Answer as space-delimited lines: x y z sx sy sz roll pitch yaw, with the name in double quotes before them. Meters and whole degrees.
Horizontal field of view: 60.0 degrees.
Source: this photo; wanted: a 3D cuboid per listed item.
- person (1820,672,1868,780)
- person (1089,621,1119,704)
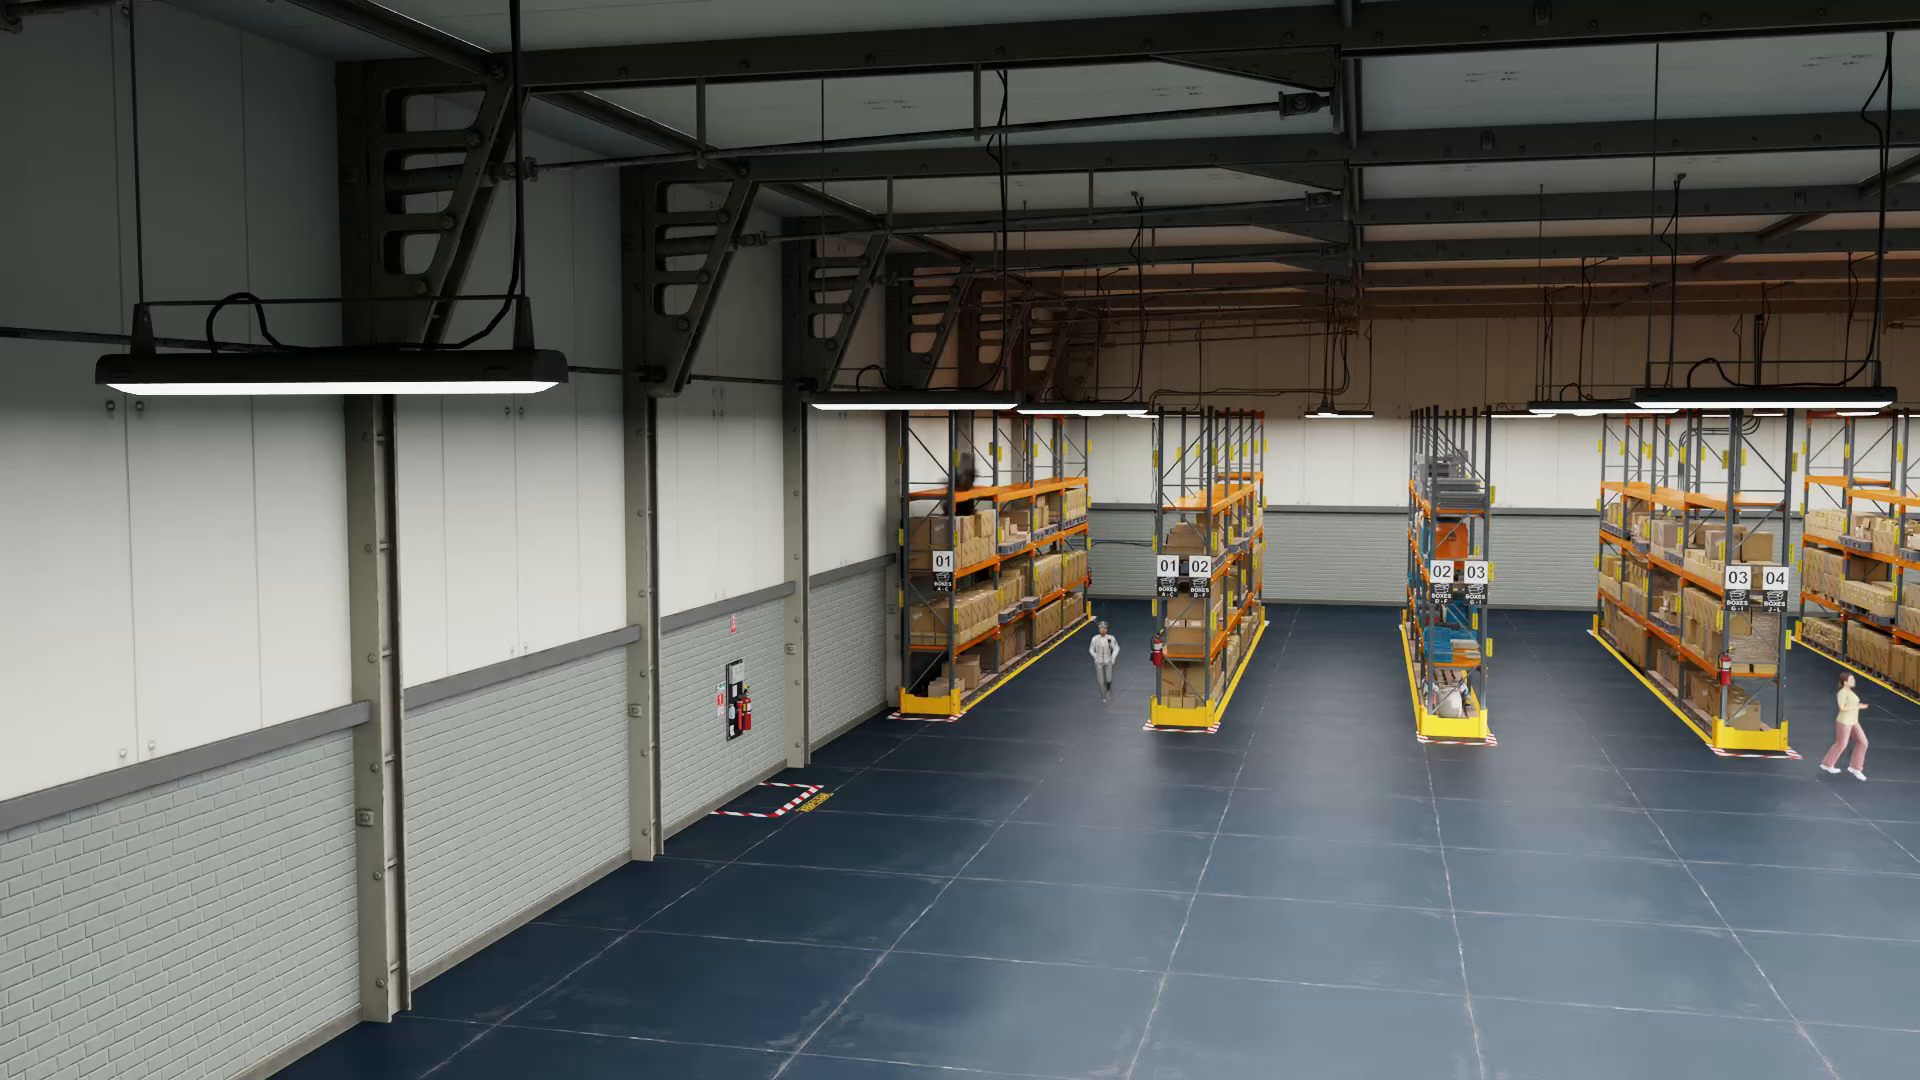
"person" 14.198 2.982 26.662 0.559 1.698 0.698 -3 5 -40
"person" 2.843 2.423 32.813 0.589 1.650 0.514 0 4 7
